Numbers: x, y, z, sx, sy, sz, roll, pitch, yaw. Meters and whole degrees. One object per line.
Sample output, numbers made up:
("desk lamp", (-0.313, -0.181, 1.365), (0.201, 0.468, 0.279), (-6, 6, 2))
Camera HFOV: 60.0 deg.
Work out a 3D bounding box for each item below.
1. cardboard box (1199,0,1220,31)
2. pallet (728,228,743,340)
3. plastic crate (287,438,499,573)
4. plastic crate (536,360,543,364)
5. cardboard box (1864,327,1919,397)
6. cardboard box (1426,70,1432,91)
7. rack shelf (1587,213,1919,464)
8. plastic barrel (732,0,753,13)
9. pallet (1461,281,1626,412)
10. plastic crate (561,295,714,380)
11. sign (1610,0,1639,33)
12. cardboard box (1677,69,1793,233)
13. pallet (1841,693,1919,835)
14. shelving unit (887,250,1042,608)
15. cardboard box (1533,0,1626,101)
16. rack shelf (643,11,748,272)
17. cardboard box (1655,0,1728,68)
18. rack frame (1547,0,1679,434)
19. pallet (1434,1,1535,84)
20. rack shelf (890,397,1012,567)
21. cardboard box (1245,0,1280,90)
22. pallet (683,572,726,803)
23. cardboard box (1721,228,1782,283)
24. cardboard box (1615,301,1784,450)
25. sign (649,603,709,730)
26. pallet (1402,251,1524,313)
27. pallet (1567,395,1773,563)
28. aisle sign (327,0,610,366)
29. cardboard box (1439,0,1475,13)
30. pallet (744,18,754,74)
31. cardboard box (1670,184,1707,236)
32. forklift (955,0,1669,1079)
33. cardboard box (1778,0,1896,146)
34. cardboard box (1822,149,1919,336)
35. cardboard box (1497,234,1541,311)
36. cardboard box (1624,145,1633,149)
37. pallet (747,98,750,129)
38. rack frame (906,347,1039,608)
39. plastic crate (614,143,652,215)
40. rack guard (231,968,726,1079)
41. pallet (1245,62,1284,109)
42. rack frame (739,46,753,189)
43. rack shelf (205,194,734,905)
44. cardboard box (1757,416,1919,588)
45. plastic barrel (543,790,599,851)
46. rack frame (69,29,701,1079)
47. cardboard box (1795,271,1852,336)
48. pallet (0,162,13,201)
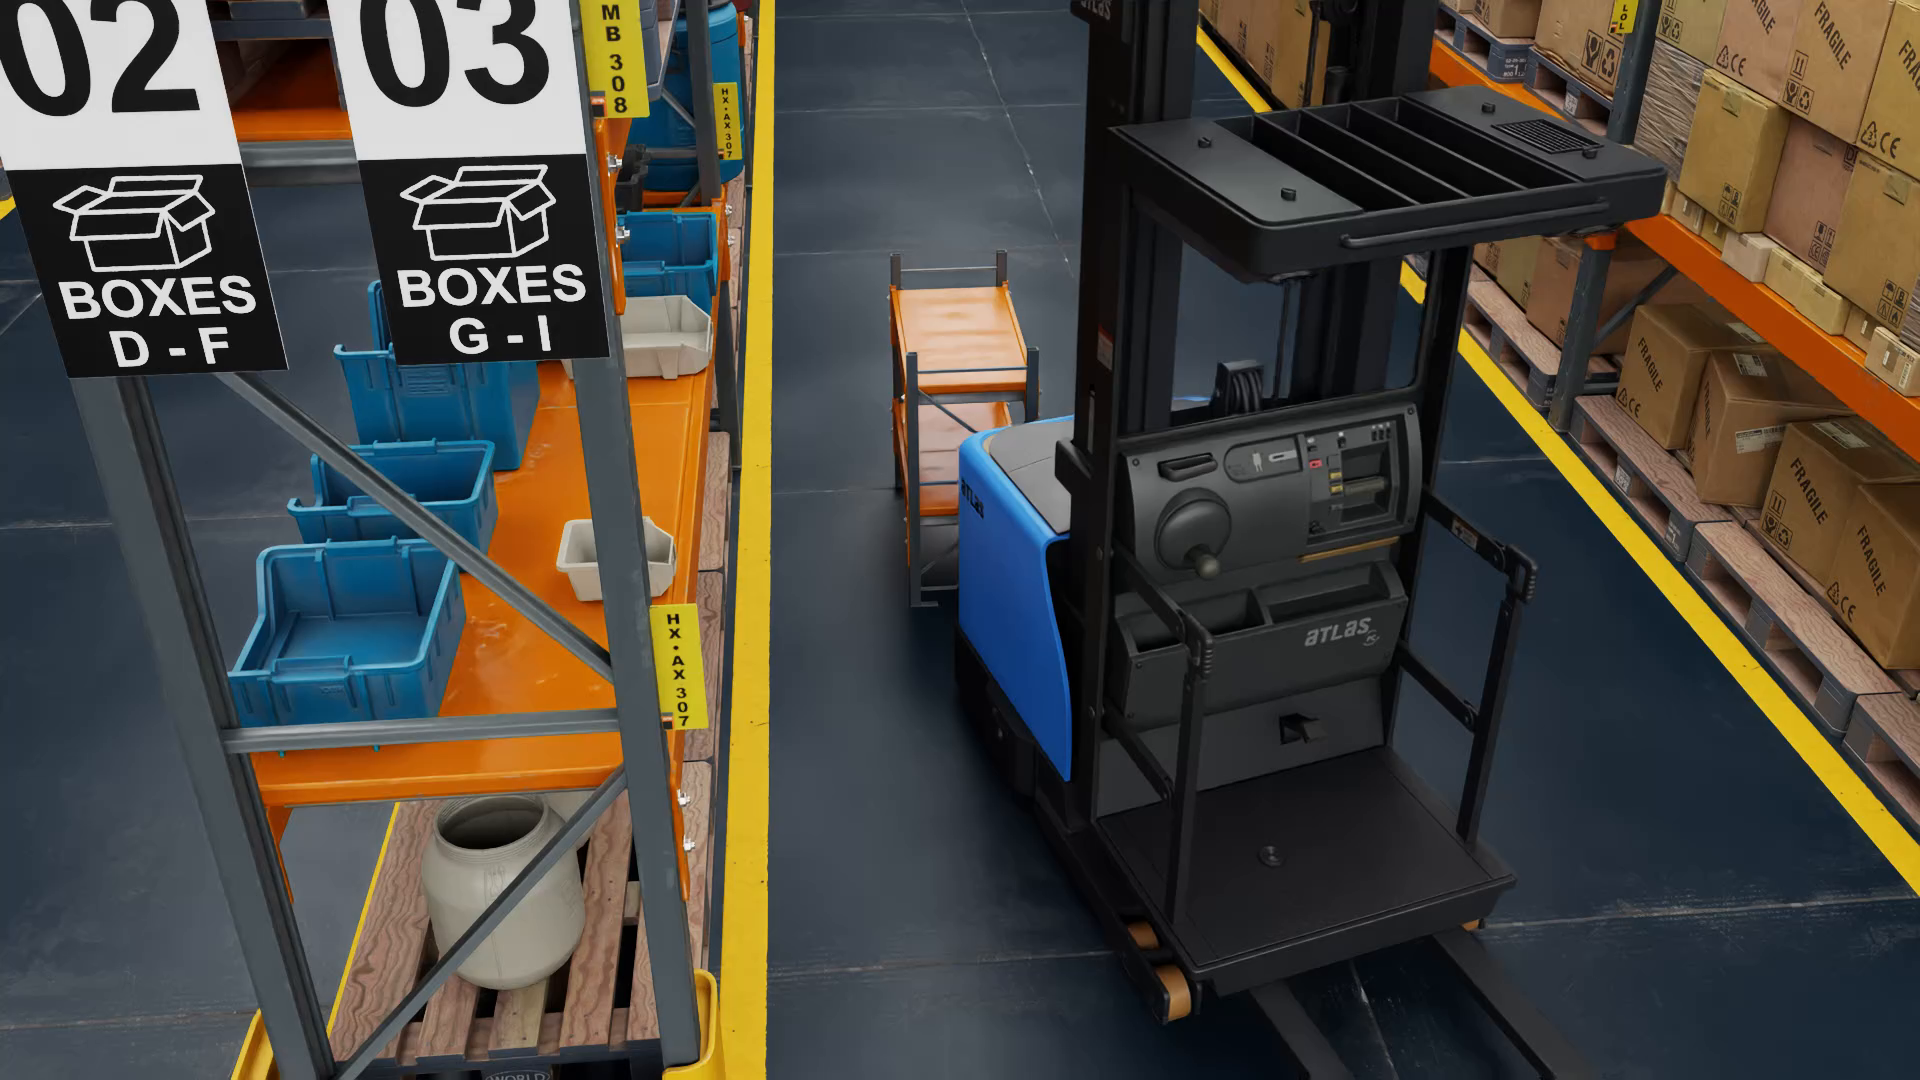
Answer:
("cardboard box", (2.736, -4.886, 14.168), (1.225, 0.875, 0.875), (-3, 31, -4))
("pallet", (-1.757, -1.448, 9.469), (1.003, 0.211, 1.213), (-3, 31, -5))
("plastic crate", (-1.553, -0.089, 4.619), (0.499, 0.251, 0.408), (-3, 31, -5))
("plastic crate", (-1.682, -0.825, 5.912), (0.450, 0.188, 0.662), (-3, 31, -5))
("cardboard box", (3.301, -0.606, 5.584), (0.380, 0.149, 0.250), (-3, 31, -5))
("cardboard box", (3.123, -2.999, 10.623), (0.500, 0.250, 0.500), (-2, 31, -3))
("rack shelf", (3.591, -0.530, 5.913), (1.077, 0.370, 4.000), (-3, 31, -5))
("plastic barrel", (-1.556, -3.500, 10.052), (0.600, 0.536, 0.708), (-3, 31, -5))
("pallet", (3.330, -1.060, 8.818), (1.003, 0.211, 1.213), (-3, 31, -5))
("plastic crate", (-1.123, -0.692, 5.741), (0.530, 0.136, 0.437), (-3, 31, -5))
("sign", (2.852, -2.328, 7.093), (0.100, 0.325, 0.005), (-3, 31, -5))
("cardboard box", (3.396, -1.540, 6.516), (0.875, 0.500, 0.500), (-3, 31, -5))
("pallet", (3.730, 0.925, 5.496), (1.003, 0.211, 1.213), (-3, 31, -5))
("shelving unit", (-0.001, -0.486, 6.967), (0.538, 1.125, 1.048), (-3, 31, -5))
("cardboard box", (3.469, -2.710, 7.867), (1.000, 1.000, 1.000), (-3, 31, -4))
("rack shelf", (-1.714, -2.334, 8.935), (1.077, 0.370, 4.000), (-3, 31, -5))
("cardboard box", (3.193, -2.217, 6.675), (0.500, 0.500, 0.500), (-3, 31, -5))
("rack frame", (3.404, -1.859, 7.438), (1.000, 3.000, 0.127), (-3, 31, -5))
("pallet", (3.256, -2.811, 9.217), (1.003, 0.211, 1.213), (-3, 31, -5))
("rack shelf", (-0.001, -0.276, 7.093), (0.538, 0.278, 1.000), (-3, 31, -5))
("cardboard box", (2.911, -3.979, 12.648), (1.225, 0.875, 0.875), (-3, 31, -4))
("pallet", (-1.389, 0.544, 6.133), (1.003, 0.211, 1.213), (-3, 31, -5))
("cardboard box", (3.201, -1.116, 6.438), (0.380, 0.149, 0.250), (-3, 31, -5))
("cardboard box", (3.401, -0.760, 7.626), (0.500, 0.500, 0.500), (-4, 31, -6))
("sign", (-0.606, 0.277, 3.591), (0.100, 0.325, 0.005), (-3, 31, -5))
("pallet", (3.213, -1.684, 9.864), (1.003, 0.211, 1.213), (-3, 31, -5))
("pallet", (3.502, -0.321, 7.582), (1.003, 0.211, 1.213), (-3, 31, -5))
("aisle sign", (-0.855, -0.673, 2.917), (0.394, 0.787, 0.004), (-3, 31, -5))
("cardboard box", (2.958, -3.151, 9.337), (0.500, 0.250, 0.500), (-4, 31, -6))
("pallet", (-2.244, -4.113, 13.931), (1.003, 0.211, 1.213), (-3, 31, -5))
("cardboard box", (3.186, -1.373, 6.868), (0.380, 0.149, 0.250), (-3, 31, -5))
("forklift", (0.977, -0.089, 4.541), (1.130, 2.935, 3.031), (-11, 33, -18))
("cardboard box", (3.287, -1.707, 5.820), (0.500, 0.500, 0.500), (-3, 31, -5))
("cardboard box", (3.549, -1.033, 5.666), (0.875, 0.500, 0.500), (-3, 31, -5))
("cardboard box", (3.342, -1.534, 8.902), (0.700, 0.500, 0.500), (-3, 31, -5))
("cardboard box", (3.125, -1.627, 7.294), (0.380, 0.149, 0.250), (-3, 31, -5))
("pallet", (-2.016, -2.868, 11.845), (1.003, 0.211, 1.213), (-3, 31, -5))
("rack frame", (0.047, -0.227, 6.533), (0.500, 1.125, 0.032), (-3, 31, -5))
("plastic crate", (-1.605, -1.322, 6.599), (0.767, 0.338, 0.504), (-3, 31, -5))
("rack guard", (-1.208, 1.457, 4.324), (1.175, 0.500, 0.348), (-3, 31, -5))
("pallet", (2.921, -3.732, 13.292), (1.003, 0.211, 1.213), (-3, 31, -5))
("rack frame", (-1.901, -3.664, 10.460), (1.000, 3.000, 0.127), (-3, 31, -5))
("rack shelf", (-1.341, -0.292, 5.516), (1.077, 0.370, 4.000), (-3, 31, -5))
("cardboard box", (3.599, -0.155, 6.613), (0.500, 0.500, 0.500), (-5, 31, -9))
("plastic barrel", (-1.338, 0.720, 5.137), (0.421, 0.512, 0.421), (0, 31, 0))
("rack frame", (-1.154, 0.420, 3.622), (1.000, 3.000, 0.127), (-3, 31, -5))
("cardboard box", (3.278, -0.862, 6.013), (0.380, 0.149, 0.250), (-3, 31, -5))
("pallet", (-6.865, -2.615, 11.422), (1.003, 0.211, 1.213), (-3, 31, -5))
